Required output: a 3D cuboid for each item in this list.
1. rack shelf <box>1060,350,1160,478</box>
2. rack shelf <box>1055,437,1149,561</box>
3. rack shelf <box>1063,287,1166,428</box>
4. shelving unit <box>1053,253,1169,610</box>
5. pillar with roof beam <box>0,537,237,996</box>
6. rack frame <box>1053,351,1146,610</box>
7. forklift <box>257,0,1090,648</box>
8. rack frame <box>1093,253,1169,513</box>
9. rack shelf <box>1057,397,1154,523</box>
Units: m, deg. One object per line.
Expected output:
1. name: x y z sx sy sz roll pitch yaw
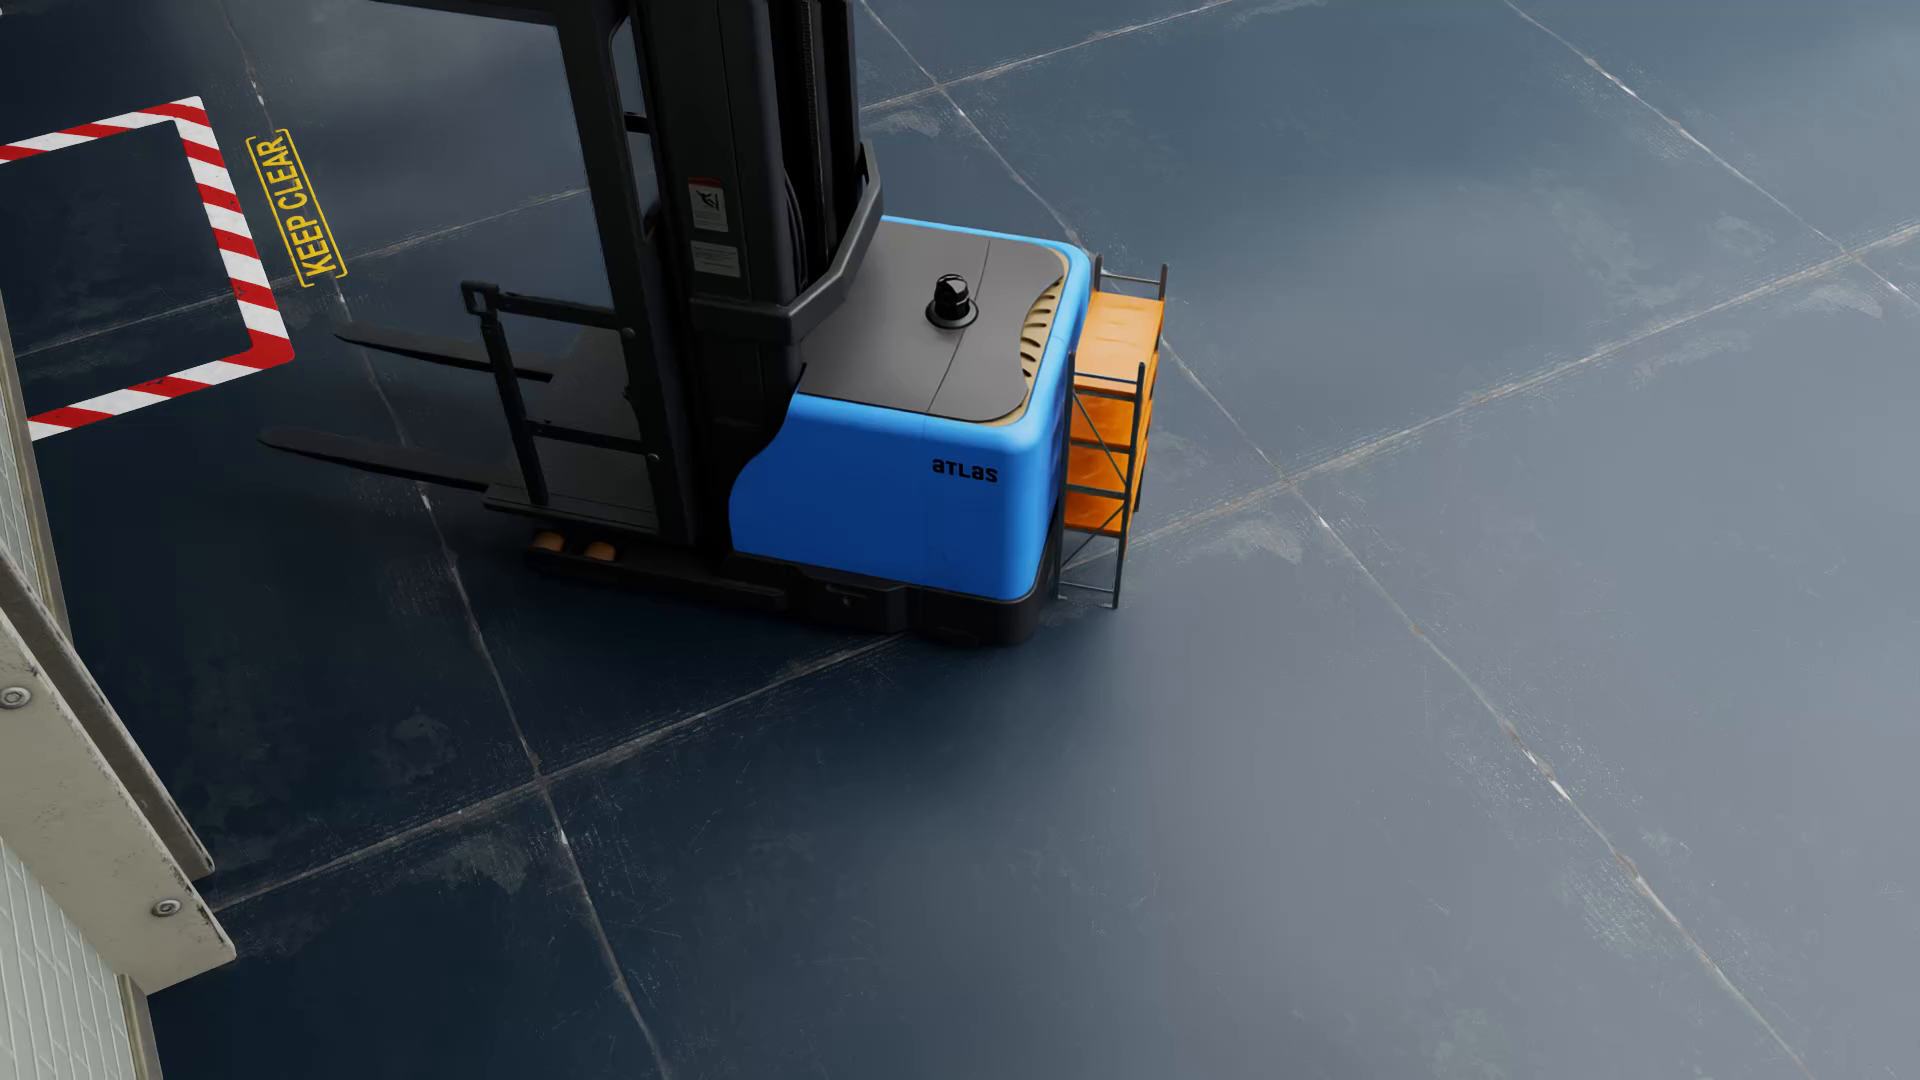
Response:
1. rack shelf: 0.511 -0.450 5.638 0.258 0.148 0.480 10 50 9
2. rack shelf: 0.511 -0.172 5.956 0.258 0.148 0.480 10 50 9
3. rack shelf: 0.511 -0.605 5.460 0.258 0.148 0.480 10 50 9
4. shelving unit: 0.511 -0.347 5.756 0.258 1.200 0.503 10 50 9
5. pillar with roof beam: 1.372 -3.237 3.103 9.100 9.000 0.400 -21 52 -18
6. rack frame: 0.456 -0.168 5.599 0.240 1.200 0.015 10 50 9
7. forklift: -1.112 -1.178 5.333 3.031 2.935 1.130 10 50 9
8. rack frame: 0.566 -0.526 5.913 0.240 1.200 0.015 10 50 9
9. rack shelf: 0.511 -0.302 5.807 0.258 0.148 0.480 10 50 9
